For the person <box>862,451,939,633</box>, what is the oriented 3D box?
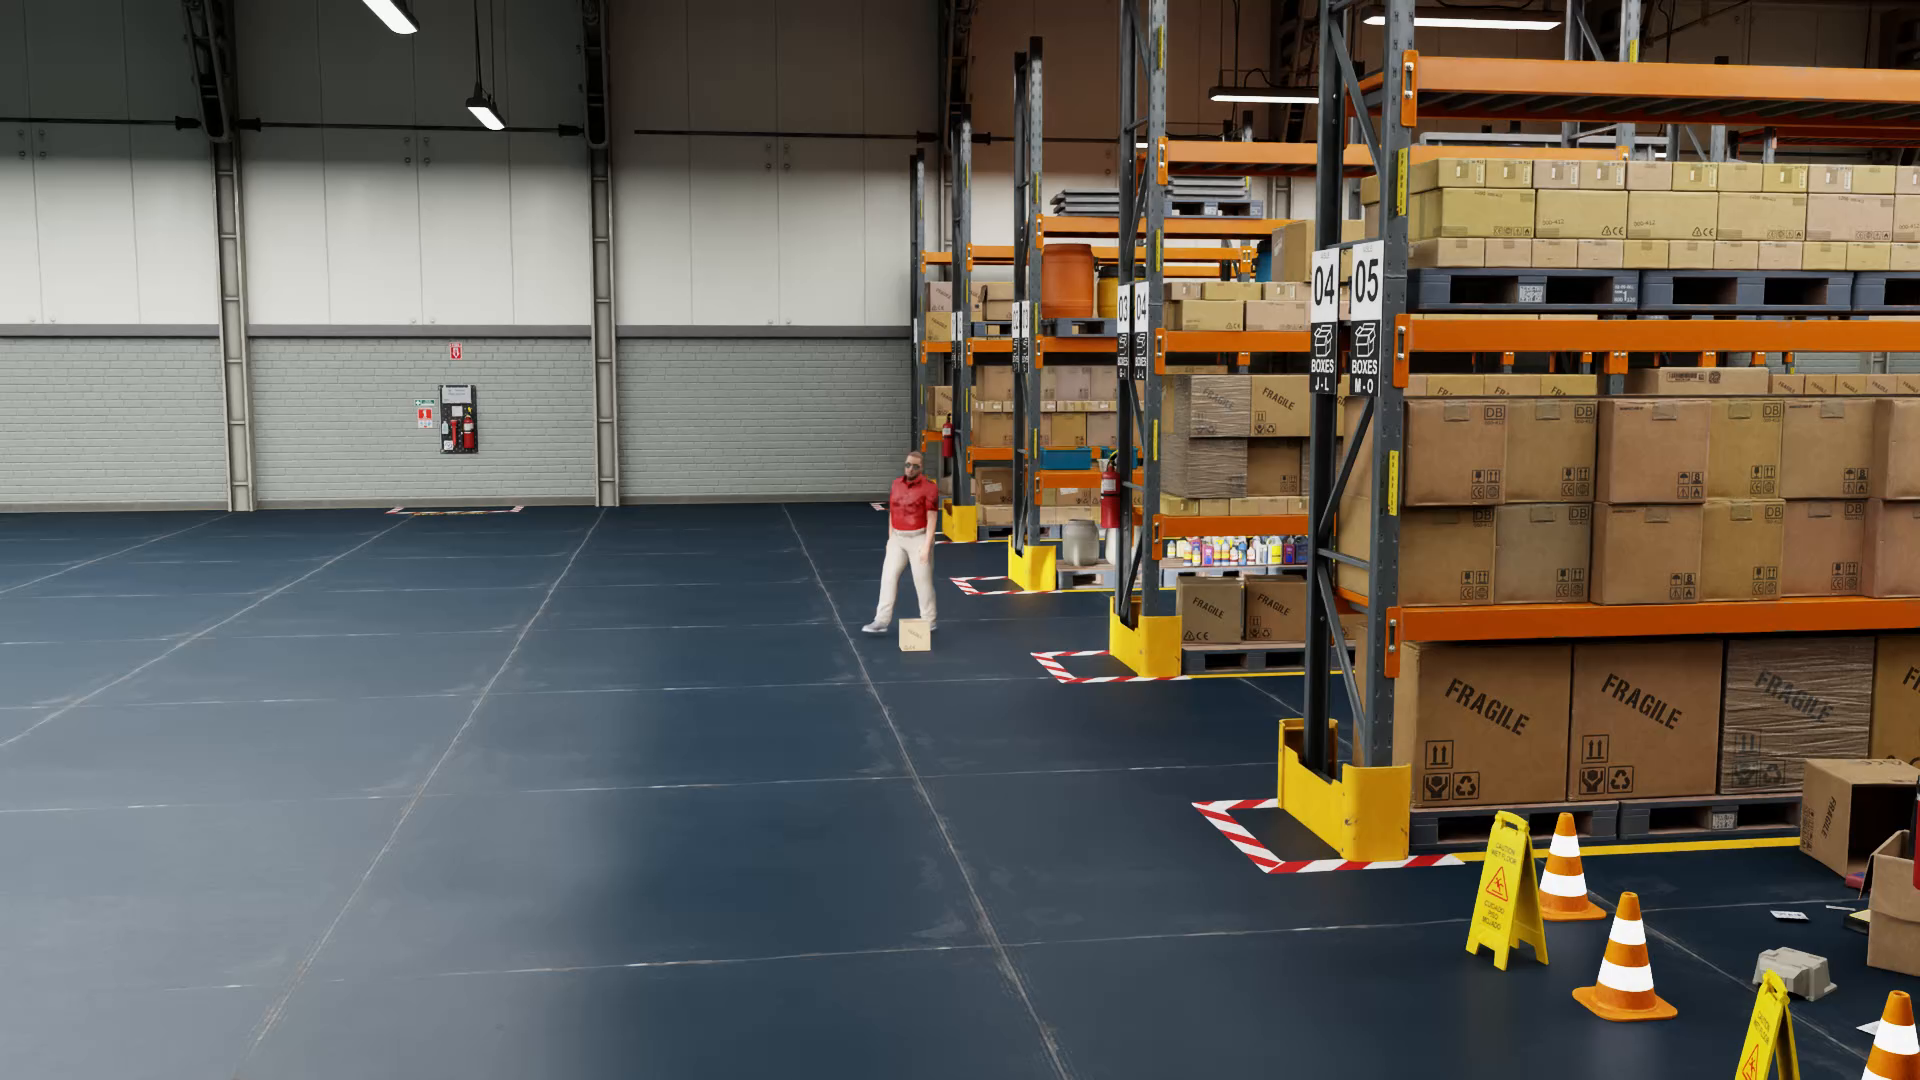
[{"bbox_3d":[-0.513,0.032,15.373,0.587,1.701,0.777,4,7,31],"label":"person"}]
